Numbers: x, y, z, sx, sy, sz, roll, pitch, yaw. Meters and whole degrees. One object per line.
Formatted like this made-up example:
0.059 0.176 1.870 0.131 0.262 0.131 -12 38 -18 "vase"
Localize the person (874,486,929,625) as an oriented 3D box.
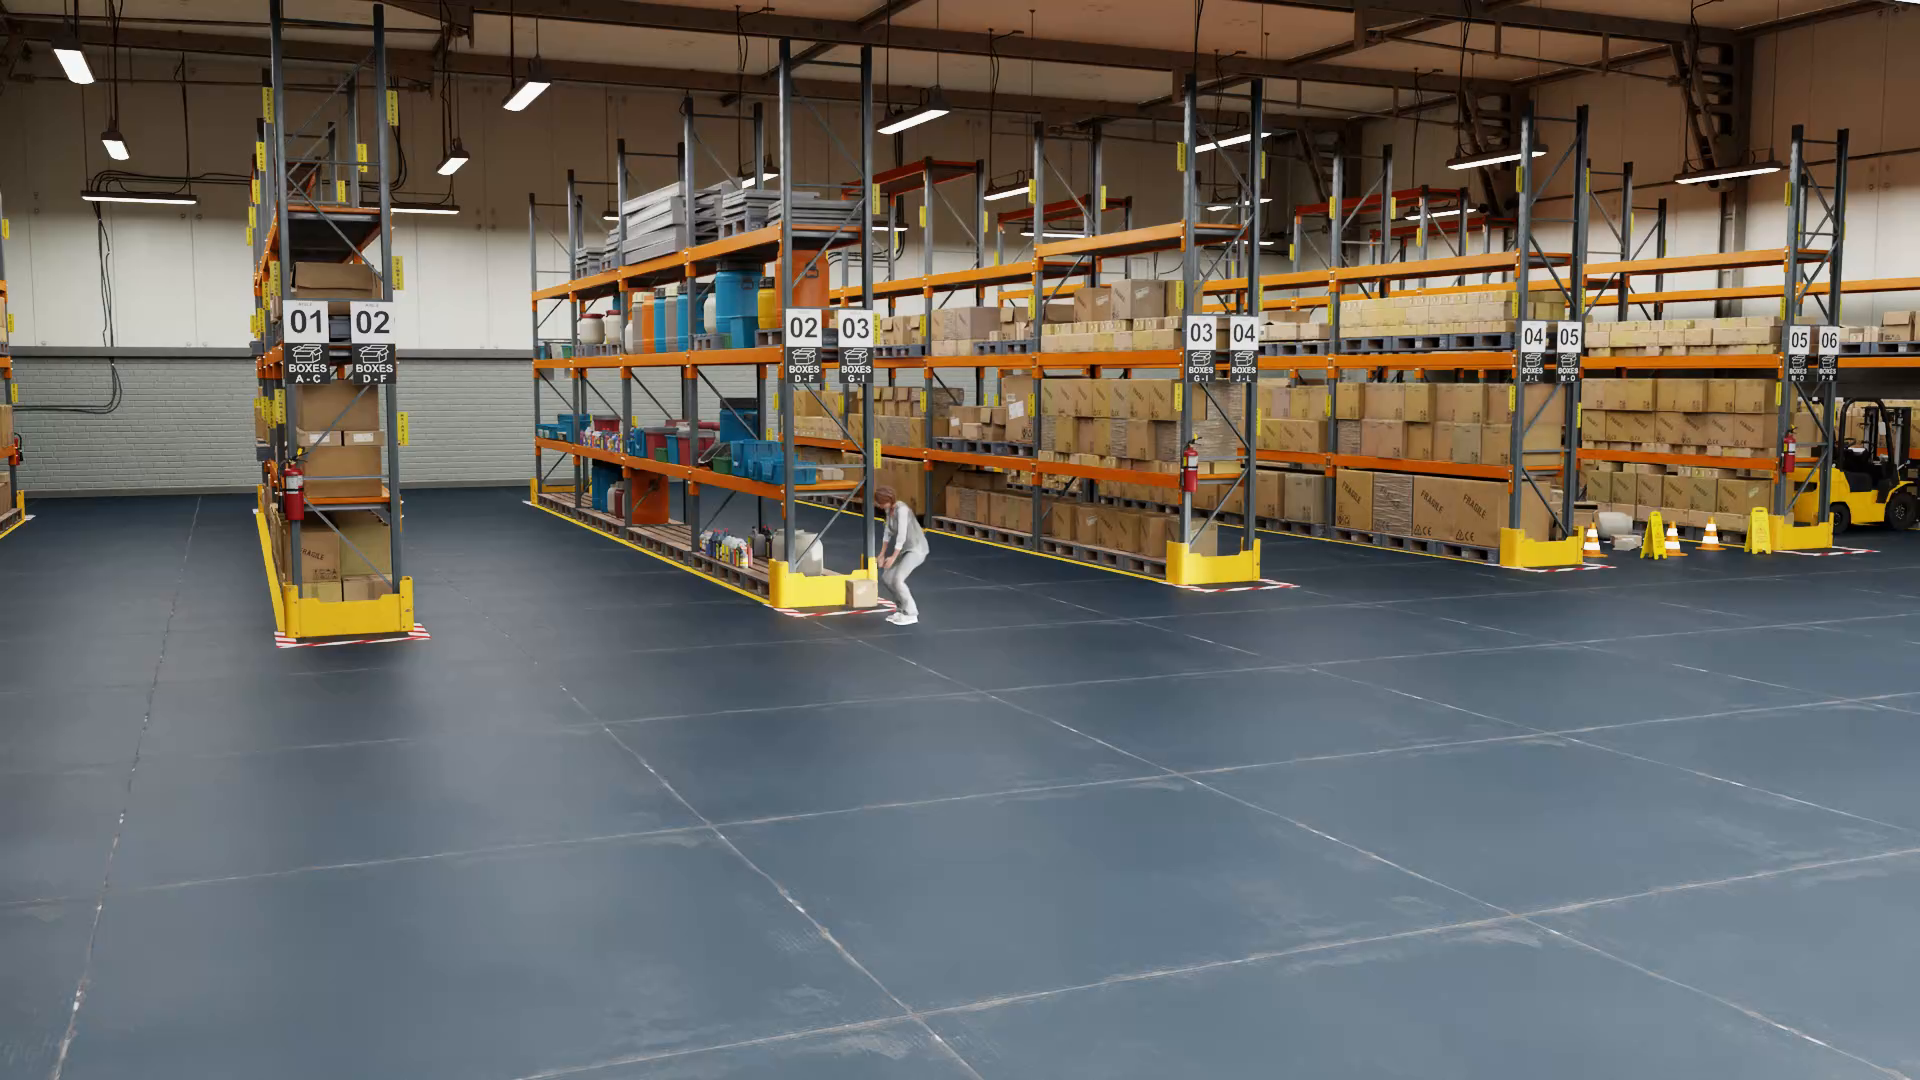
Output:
-0.591 0.155 16.762 0.580 1.385 0.459 -2 6 -23 "person"
